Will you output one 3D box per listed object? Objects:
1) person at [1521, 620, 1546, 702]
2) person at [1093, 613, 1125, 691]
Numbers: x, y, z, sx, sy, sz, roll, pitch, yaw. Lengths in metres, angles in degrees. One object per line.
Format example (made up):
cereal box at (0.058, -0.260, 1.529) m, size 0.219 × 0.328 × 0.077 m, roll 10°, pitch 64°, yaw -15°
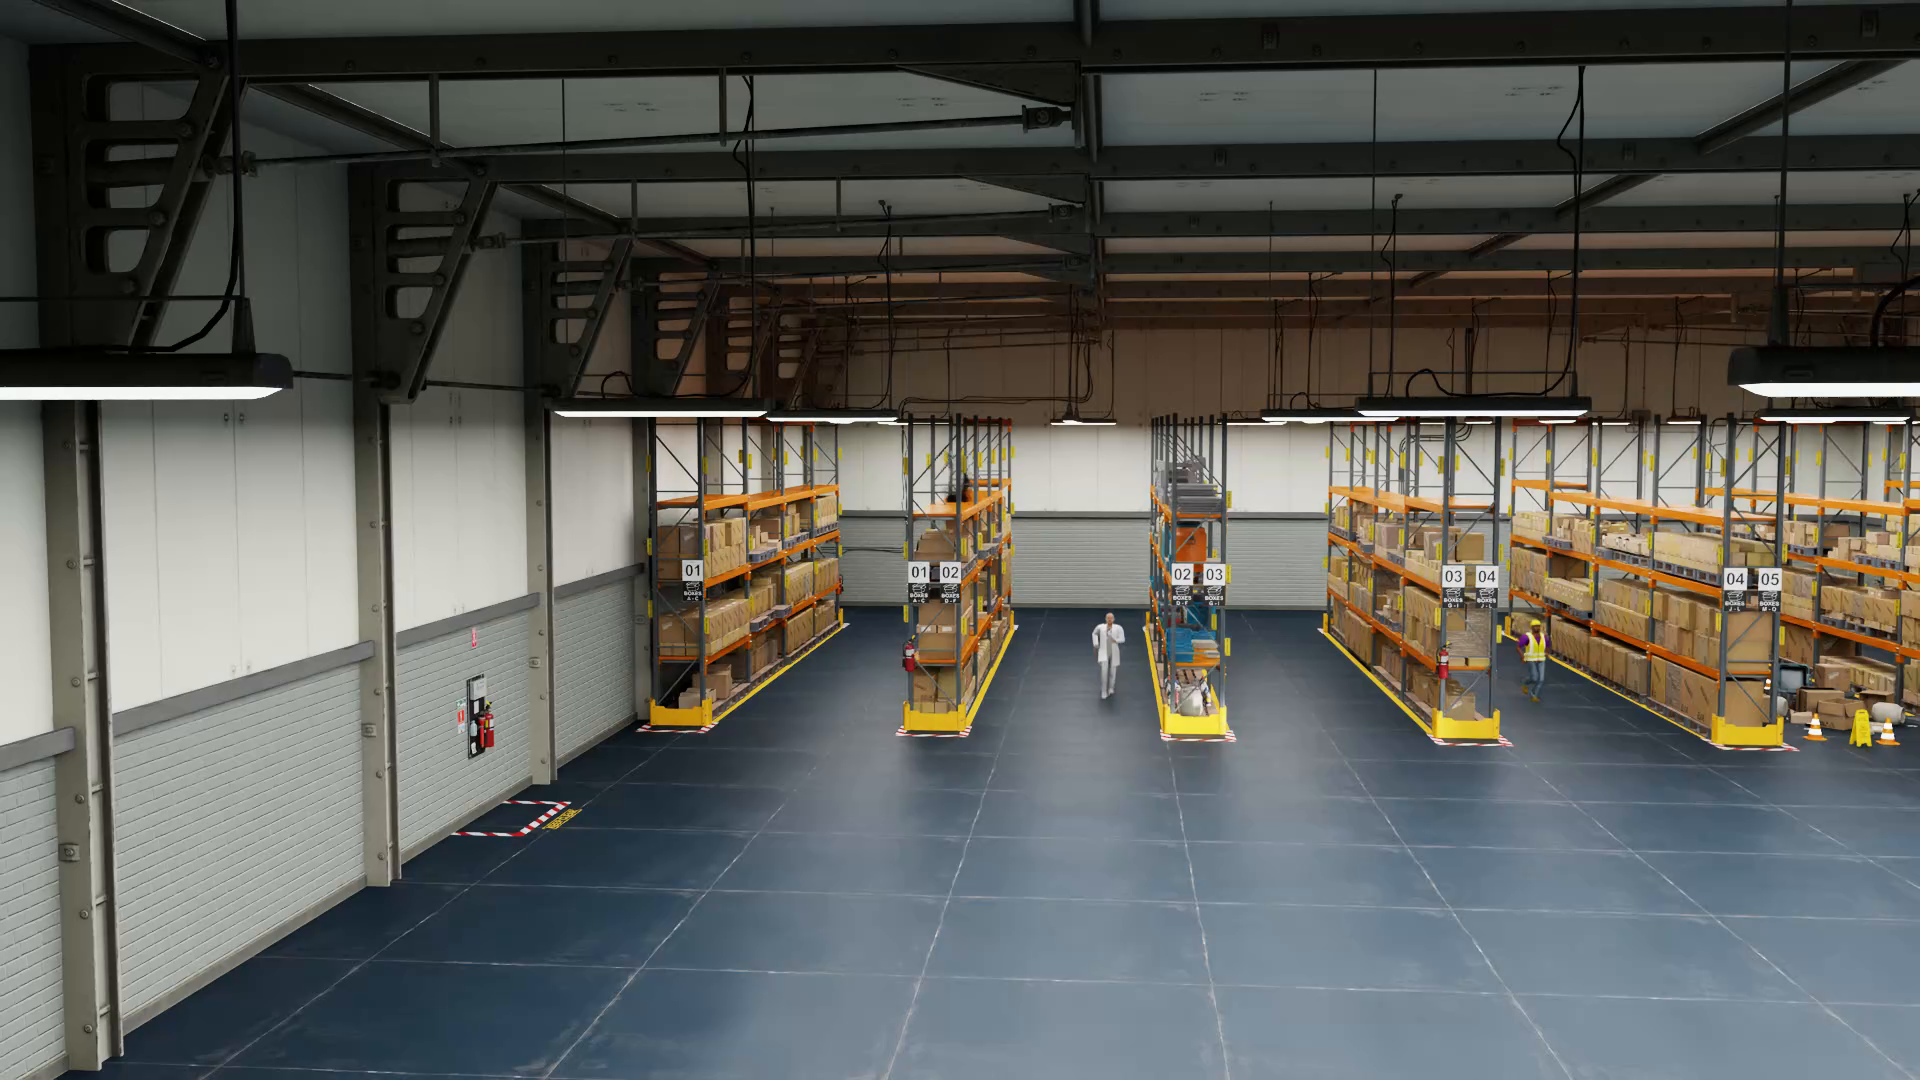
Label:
person at (12.031, 2.521, 34.837) m, size 0.433 × 1.716 × 0.517 m, roll 0°, pitch 4°, yaw -6°
person at (3.165, 2.378, 35.325) m, size 0.670 × 1.671 × 0.803 m, roll 0°, pitch 4°, yaw 1°
